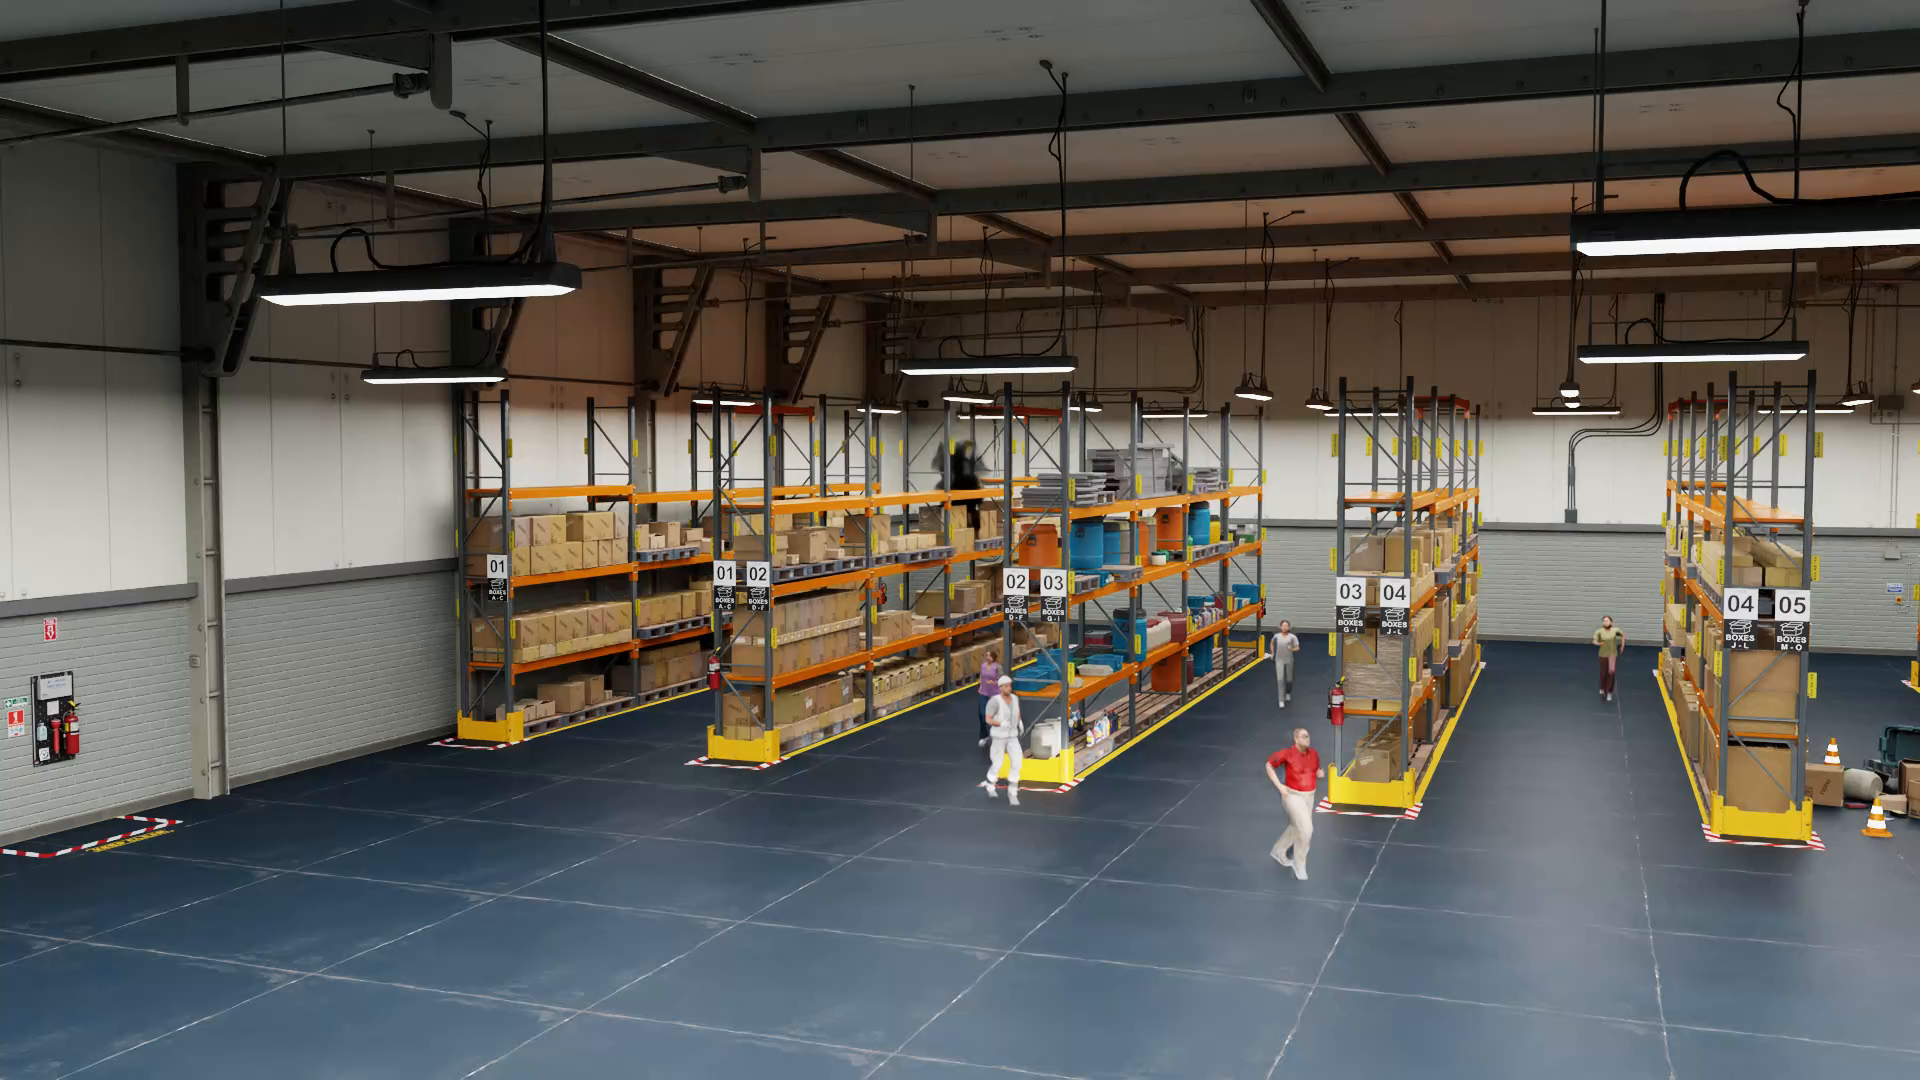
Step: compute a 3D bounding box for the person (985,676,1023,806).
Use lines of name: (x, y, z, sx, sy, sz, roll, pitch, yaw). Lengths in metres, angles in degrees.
person: (0.640, 2.838, 23.438, 0.680, 1.871, 0.760, -2, 4, -28)

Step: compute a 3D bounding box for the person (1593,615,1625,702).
person: (12.928, 2.345, 33.158, 0.581, 1.699, 0.859, 1, 3, 25)

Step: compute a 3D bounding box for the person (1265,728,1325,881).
person: (3.962, 3.093, 19.573, 0.641, 1.795, 0.803, -2, 4, -36)

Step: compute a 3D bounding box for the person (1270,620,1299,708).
person: (6.287, 2.381, 32.222, 0.567, 1.627, 0.969, 1, 3, 12)

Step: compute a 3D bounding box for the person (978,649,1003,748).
person: (0.520, 2.657, 28.060, 0.523, 1.647, 0.739, 1, 3, 18)
